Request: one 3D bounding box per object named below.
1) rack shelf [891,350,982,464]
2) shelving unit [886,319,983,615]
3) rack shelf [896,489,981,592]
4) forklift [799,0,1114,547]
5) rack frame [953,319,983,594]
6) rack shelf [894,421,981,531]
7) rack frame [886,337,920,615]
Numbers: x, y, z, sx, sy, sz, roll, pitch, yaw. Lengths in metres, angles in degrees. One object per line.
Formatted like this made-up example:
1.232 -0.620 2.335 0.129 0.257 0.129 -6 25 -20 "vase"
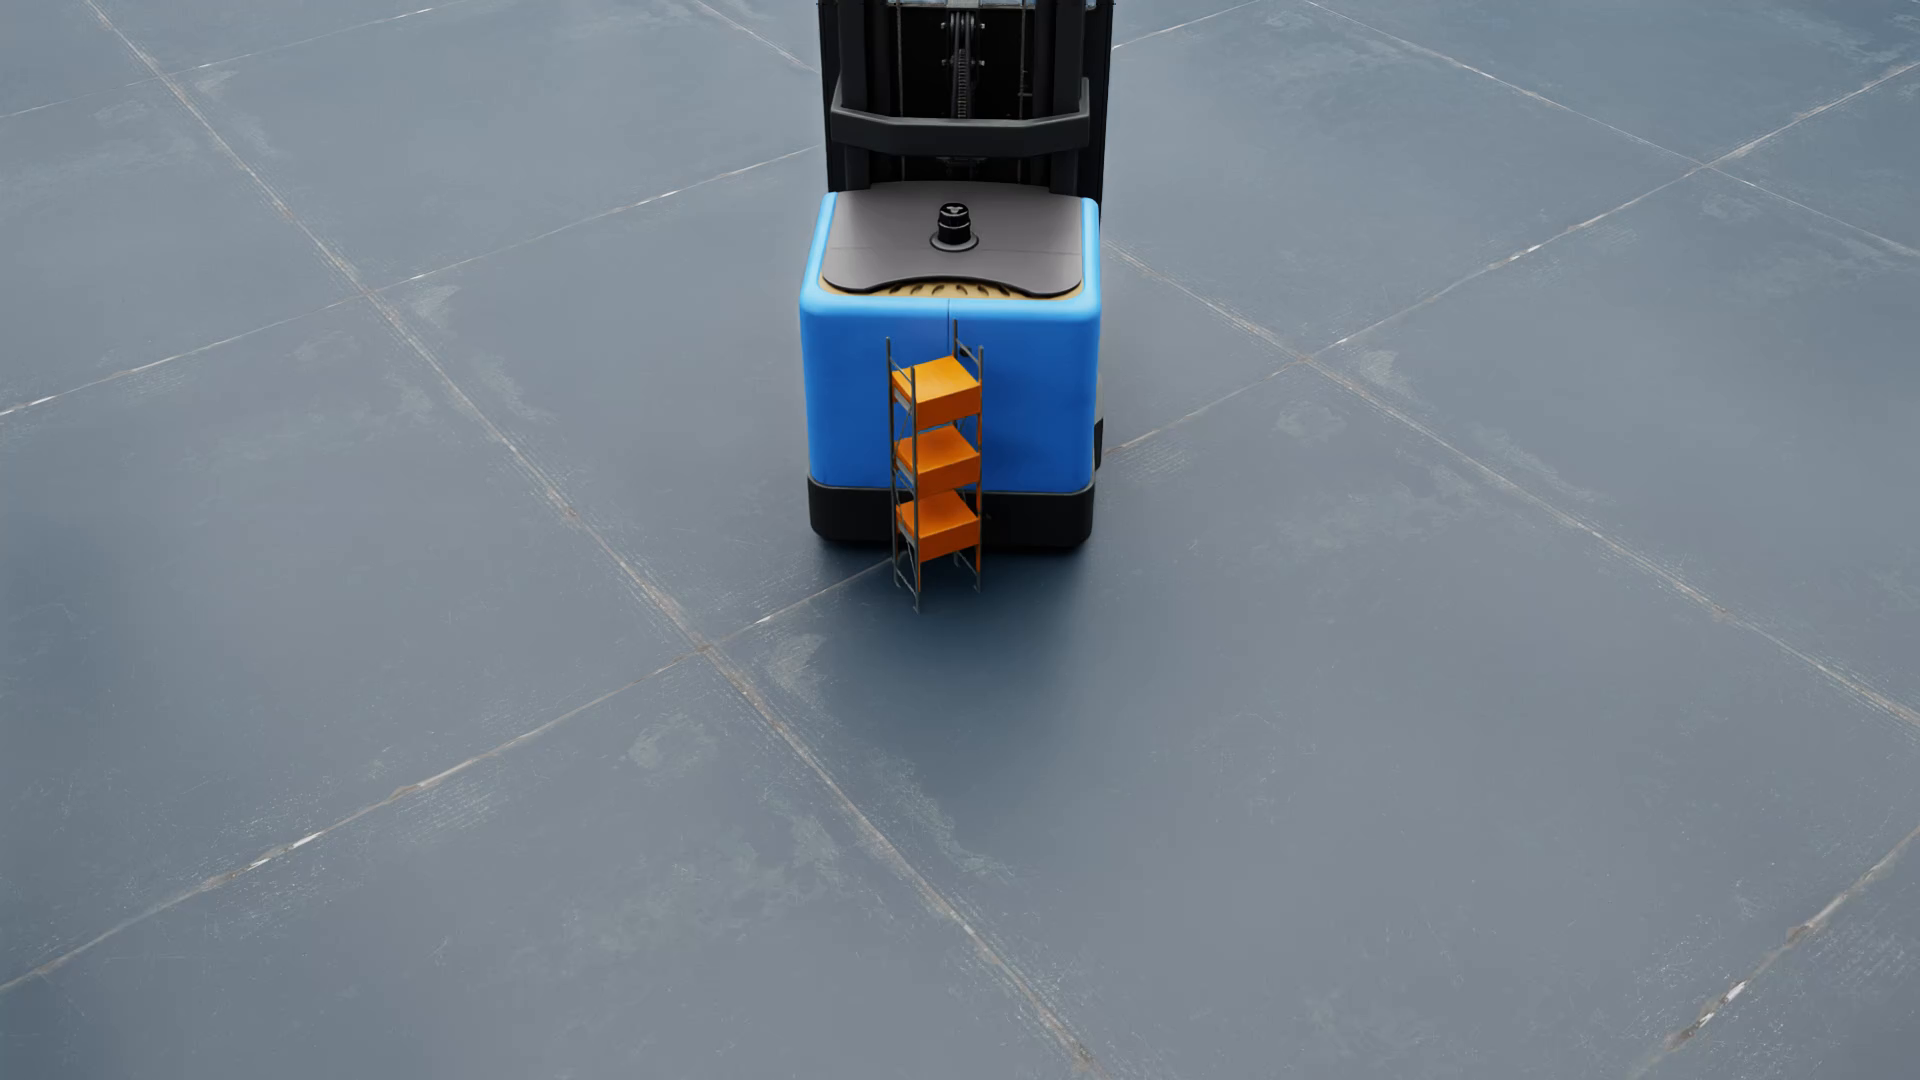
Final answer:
-0.083 -0.443 5.531 0.240 0.259 0.215 -18 43 -21 "rack shelf"
-0.083 -0.232 5.705 0.252 1.050 0.215 -18 43 -21 "shelving unit"
-0.083 -0.009 5.888 0.240 0.259 0.215 -18 43 -21 "rack shelf"
0.033 -2.025 6.407 1.130 2.935 3.031 2 39 2 "forklift"
0.026 -0.267 5.748 0.008 1.050 0.200 -18 43 -21 "rack frame"
-0.083 -0.224 5.711 0.240 0.259 0.215 -18 43 -21 "rack shelf"
-0.191 -0.196 5.661 0.008 1.050 0.200 -18 43 -21 "rack frame"
